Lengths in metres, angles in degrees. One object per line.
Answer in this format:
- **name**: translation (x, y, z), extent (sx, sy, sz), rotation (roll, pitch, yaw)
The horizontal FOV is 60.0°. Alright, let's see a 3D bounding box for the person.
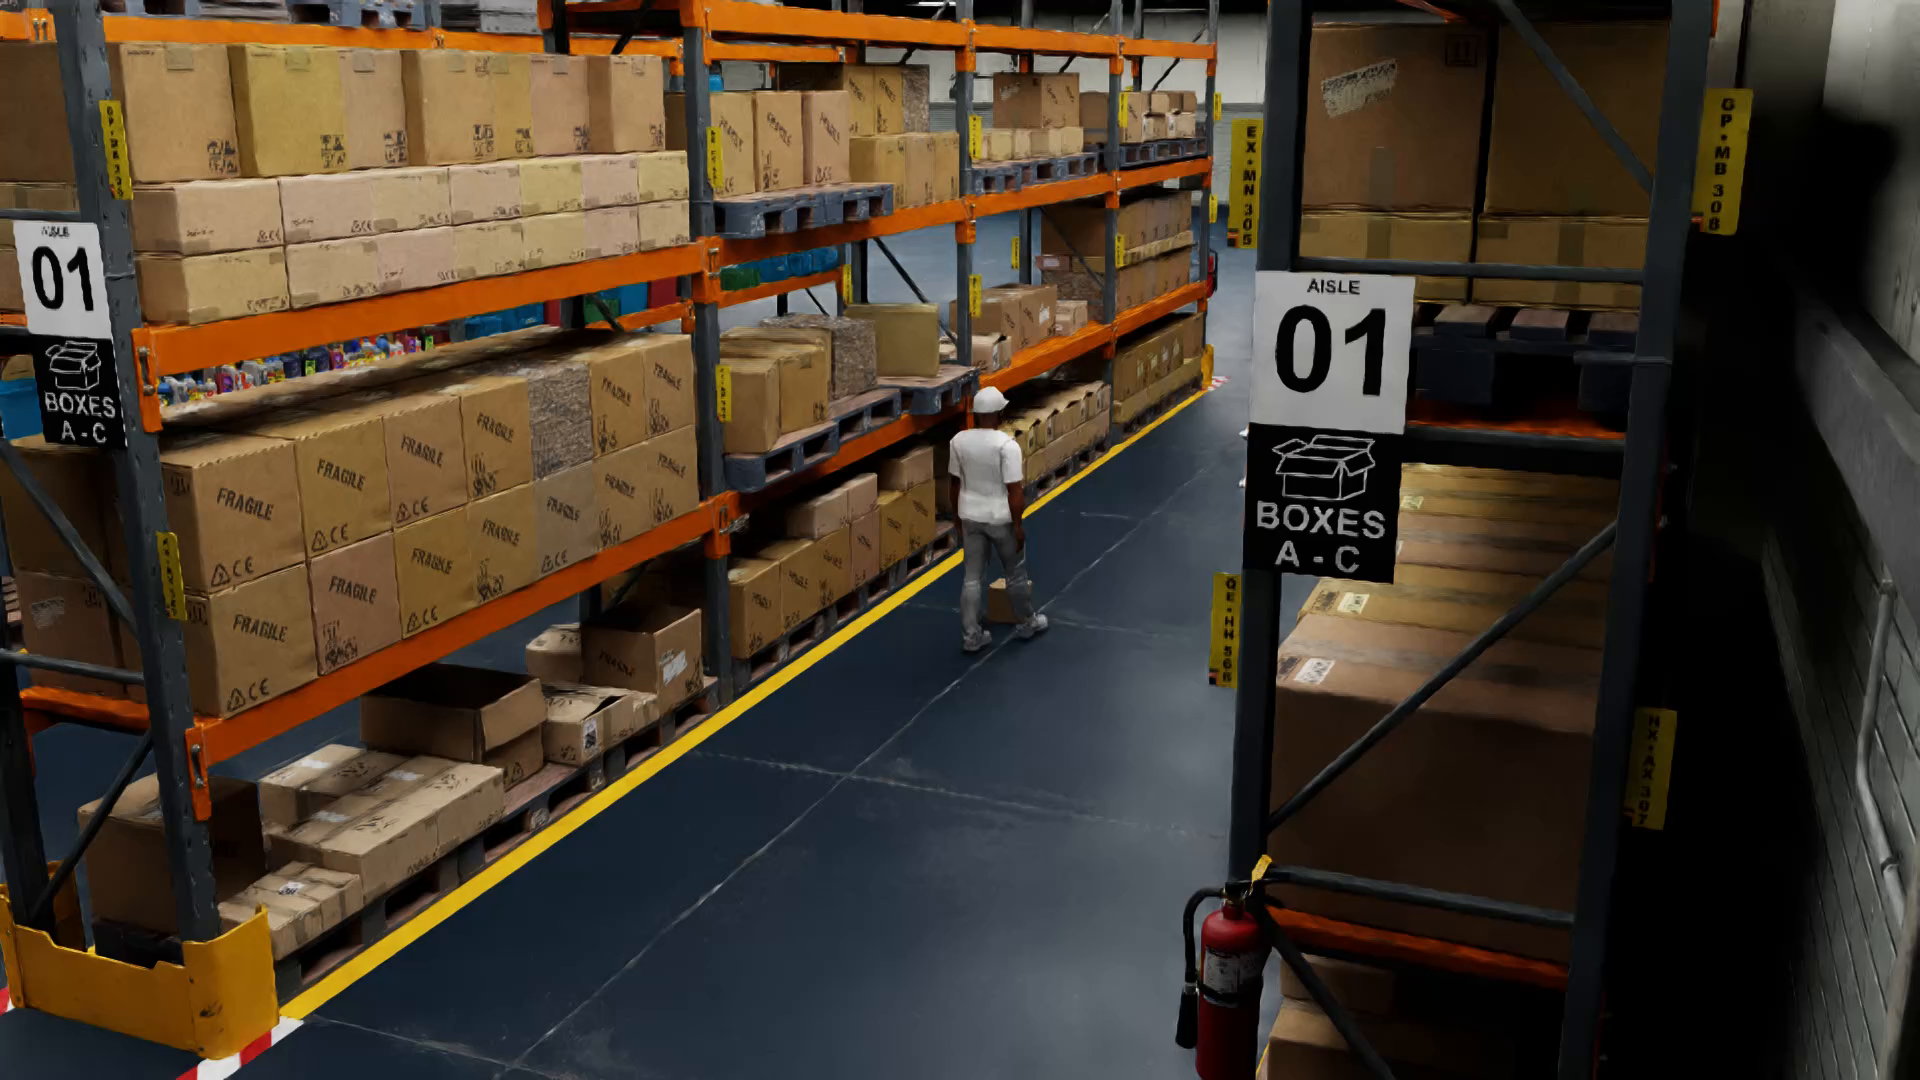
- **person**: translation (0.252, -0.180, 11.106), extent (0.577, 1.753, 0.726), rotation (8, 17, 27)
